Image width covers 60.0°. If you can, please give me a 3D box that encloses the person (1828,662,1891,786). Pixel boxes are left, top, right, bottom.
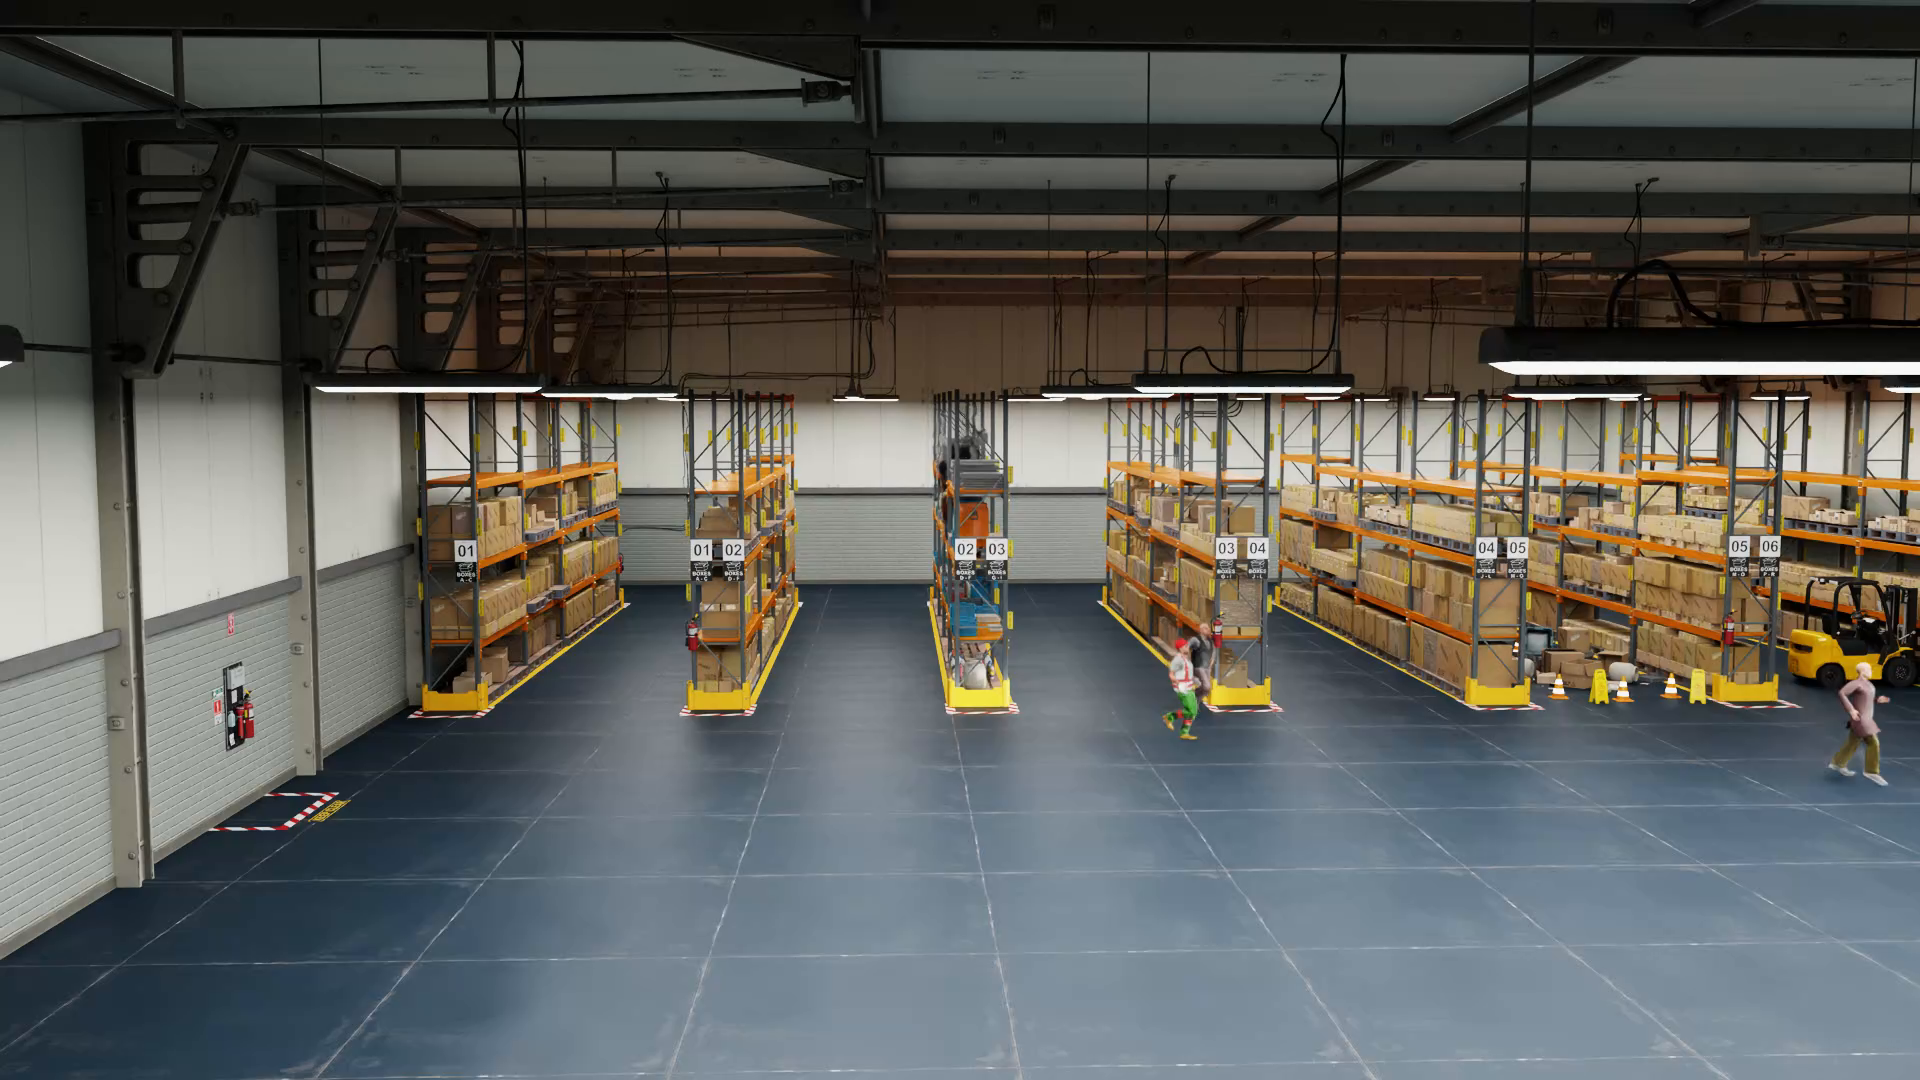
[{"bbox_3d":[13.673,2.764,25.249,0.842,1.834,0.688,3,6,36],"label":"person"}]

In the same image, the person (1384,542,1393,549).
[{"bbox_3d":[12.705,0.855,49.258,0.671,1.753,0.665,0,5,-5],"label":"person"}]

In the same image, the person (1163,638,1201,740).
[{"bbox_3d":[3.796,2.544,28.440,0.592,1.732,0.672,2,5,25],"label":"person"}]

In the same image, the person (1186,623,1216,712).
[{"bbox_3d":[4.496,2.377,30.838,0.681,1.653,0.571,-4,6,-40],"label":"person"}]
